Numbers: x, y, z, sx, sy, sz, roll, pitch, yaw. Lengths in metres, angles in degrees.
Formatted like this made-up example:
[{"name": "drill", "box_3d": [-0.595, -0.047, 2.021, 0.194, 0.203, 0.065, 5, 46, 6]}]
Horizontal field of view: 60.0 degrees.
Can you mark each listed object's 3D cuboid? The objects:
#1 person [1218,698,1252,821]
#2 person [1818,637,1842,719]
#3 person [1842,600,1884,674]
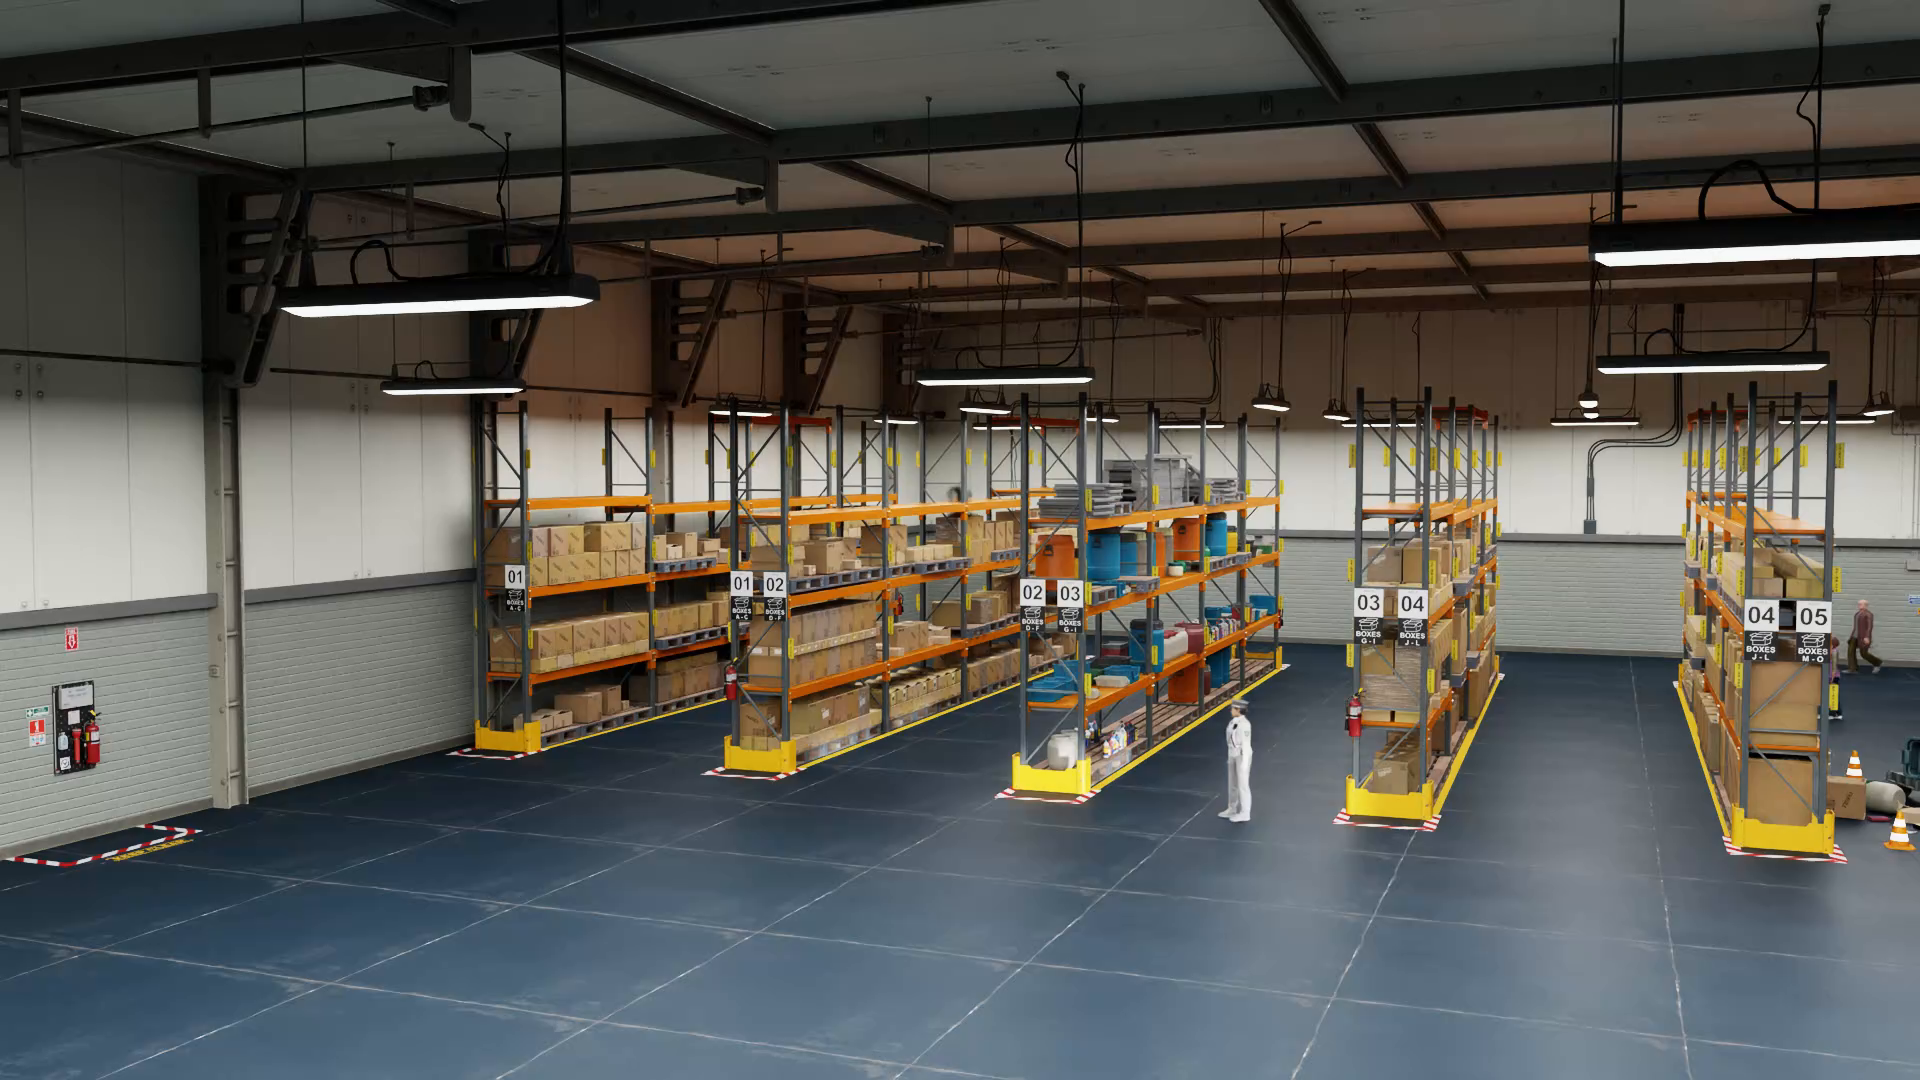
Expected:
[{"name": "person", "box_3d": [3.826, 3.032, 23.041, 0.405, 1.678, 0.536, -1, 3, -16]}, {"name": "person", "box_3d": [16.771, 2.653, 31.989, 0.368, 1.602, 0.457, 3, 4, 45]}, {"name": "person", "box_3d": [20.916, 2.246, 38.515, 0.904, 1.739, 0.628, -1, 3, -11]}]
